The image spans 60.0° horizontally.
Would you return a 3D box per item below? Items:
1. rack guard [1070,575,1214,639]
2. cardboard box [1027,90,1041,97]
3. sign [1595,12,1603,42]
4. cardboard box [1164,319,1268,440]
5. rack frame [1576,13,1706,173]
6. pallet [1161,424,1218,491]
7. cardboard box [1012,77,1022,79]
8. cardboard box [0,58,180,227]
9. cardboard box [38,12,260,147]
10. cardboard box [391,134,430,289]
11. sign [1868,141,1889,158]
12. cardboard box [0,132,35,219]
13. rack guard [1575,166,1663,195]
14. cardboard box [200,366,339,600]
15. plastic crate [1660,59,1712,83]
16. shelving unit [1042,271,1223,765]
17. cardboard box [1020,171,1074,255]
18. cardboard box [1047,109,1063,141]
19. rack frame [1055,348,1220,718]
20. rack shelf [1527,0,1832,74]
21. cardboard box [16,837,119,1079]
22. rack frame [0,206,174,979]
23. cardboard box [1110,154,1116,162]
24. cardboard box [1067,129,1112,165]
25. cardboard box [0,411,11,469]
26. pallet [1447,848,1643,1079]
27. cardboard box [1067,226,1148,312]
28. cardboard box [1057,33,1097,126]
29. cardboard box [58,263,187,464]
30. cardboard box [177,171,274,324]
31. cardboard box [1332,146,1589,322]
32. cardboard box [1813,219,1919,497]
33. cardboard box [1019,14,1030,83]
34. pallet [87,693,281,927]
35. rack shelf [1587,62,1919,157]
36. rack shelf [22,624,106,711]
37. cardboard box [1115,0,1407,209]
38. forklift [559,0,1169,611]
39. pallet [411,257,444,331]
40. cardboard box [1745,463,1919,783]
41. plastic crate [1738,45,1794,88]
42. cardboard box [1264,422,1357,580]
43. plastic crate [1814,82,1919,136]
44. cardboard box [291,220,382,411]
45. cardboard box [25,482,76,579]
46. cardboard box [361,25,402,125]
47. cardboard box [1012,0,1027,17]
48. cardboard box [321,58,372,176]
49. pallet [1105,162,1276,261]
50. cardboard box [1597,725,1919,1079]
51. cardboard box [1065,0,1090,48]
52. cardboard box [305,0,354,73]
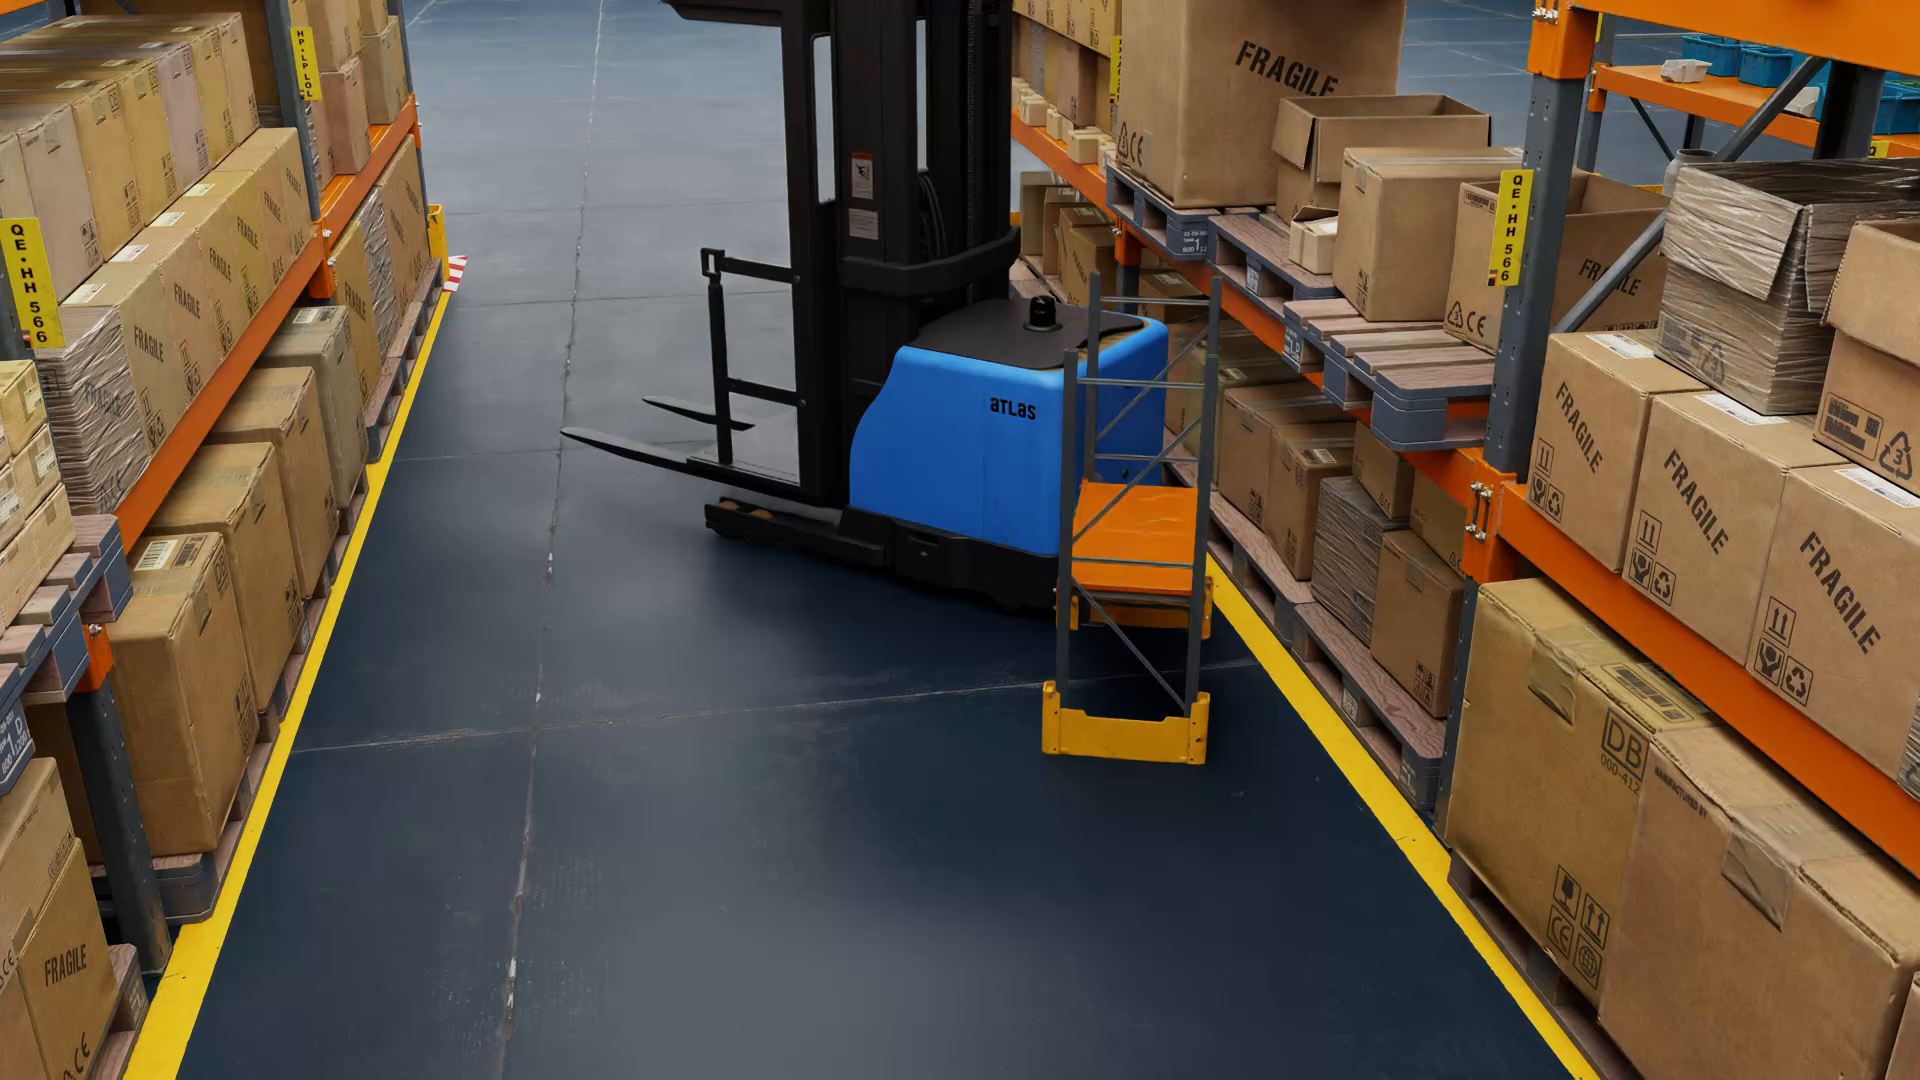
[{"bbox_3d":[0.741,0.259,6.845,0.587,0.250,0.087,4,24,8],"label":"rack guard"},{"bbox_3d":[0.648,-2.829,10.795,0.380,0.149,0.250,-4,24,-10],"label":"cardboard box"},{"bbox_3d":[4.918,-4.020,12.861,0.100,0.325,0.005,-4,24,-10],"label":"sign"},{"bbox_3d":[1.424,-0.805,8.419,0.700,0.500,0.500,-6,24,-14],"label":"cardboard box"},{"bbox_3d":[5.459,-3.932,13.005,1.000,3.000,0.127,-4,24,-10],"label":"rack frame"},{"bbox_3d":[1.477,-0.408,8.421,1.003,0.211,1.213,-4,24,-10],"label":"pallet"},{"bbox_3d":[0.469,-3.121,11.463,0.380,0.149,0.250,-4,24,-10],"label":"cardboard box"},{"bbox_3d":[-3.182,-1.374,5.775,0.700,0.500,0.500,-5,24,-10],"label":"cardboard box"},{"bbox_3d":[-3.464,-1.974,7.148,0.700,0.500,0.500,-5,24,-11],"label":"cardboard box"},{"bbox_3d":[-4.111,-2.195,11.158,0.875,0.875,0.875,-4,24,-9],"label":"cardboard box"},{"bbox_3d":[2.616,-0.992,4.826,0.100,0.325,0.005,-4,24,-10],"label":"sign"},{"bbox_3d":[-2.895,-0.773,4.398,0.700,0.500,0.500,-4,24,-10],"label":"cardboard box"},{"bbox_3d":[5.520,-2.760,13.445,1.175,0.500,0.348,-4,24,-10],"label":"rack guard"},{"bbox_3d":[-3.184,-0.209,6.767,1.050,0.750,0.750,-4,24,-10],"label":"cardboard box"},{"bbox_3d":[5.309,-3.435,12.198,0.298,0.136,0.250,-4,24,-10],"label":"plastic crate"},{"bbox_3d":[0.665,-0.117,6.144,0.587,1.500,1.083,4,24,8],"label":"shelving unit"},{"bbox_3d":[0.691,-2.366,12.017,0.500,0.500,0.500,0,24,0],"label":"cardboard box"},{"bbox_3d":[0.740,-2.531,10.111,0.380,0.149,0.250,-4,24,-10],"label":"cardboard box"},{"bbox_3d":[0.589,0.081,5.691,0.500,1.500,0.032,4,24,8],"label":"rack frame"},{"bbox_3d":[1.701,-2.250,6.306,1.077,0.370,4.000,-4,24,-10],"label":"rack shelf"},{"bbox_3d":[-2.443,1.101,4.080,0.500,0.500,0.500,-4,24,-10],"label":"cardboard box"},{"bbox_3d":[-2.822,-0.091,4.212,1.000,3.000,0.127,-4,24,-10],"label":"rack frame"},{"bbox_3d":[1.003,-1.940,8.758,0.380,0.149,0.250,-4,24,-10],"label":"cardboard box"},{"bbox_3d":[0.823,-2.232,9.426,0.380,0.149,0.250,-4,24,-10],"label":"cardboard box"},{"bbox_3d":[-2.237,-0.184,3.469,0.380,0.149,0.250,-5,24,-10],"label":"cardboard box"},{"bbox_3d":[2.143,1.175,4.796,1.003,0.211,1.213,-4,24,-10],"label":"pallet"},{"bbox_3d":[0.991,-1.662,10.407,0.500,0.500,0.500,-6,24,-14],"label":"cardboard box"},{"bbox_3d":[1.060,-2.744,9.789,0.875,0.500,0.500,-4,24,-10],"label":"cardboard box"},{"bbox_3d":[-2.737,-0.534,5.099,0.500,0.500,0.500,-5,24,-10],"label":"cardboard box"},{"bbox_3d":[-3.016,-1.128,6.459,0.500,0.500,0.500,-4,24,-9],"label":"cardboard box"},{"bbox_3d":[1.730,-1.079,5.822,0.700,0.500,0.500,-1,24,-2],"label":"cardboard box"},{"bbox_3d":[2.308,-0.379,3.492,0.797,0.503,0.637,-4,24,-9],"label":"cardboard box"},{"bbox_3d":[0.877,-3.341,11.157,0.875,0.500,0.500,-4,24,-10],"label":"cardboard box"},{"bbox_3d":[-2.894,0.871,5.493,1.003,0.211,1.213,-4,24,-10],"label":"pallet"},{"bbox_3d":[5.829,-2.816,11.348,1.077,0.370,4.000,-4,24,-10],"label":"rack shelf"},{"bbox_3d":[-2.452,1.025,2.554,1.077,0.370,4.000,-4,24,-10],"label":"rack shelf"},{"bbox_3d":[1.341,-2.137,7.620,1.000,1.000,1.000,-4,24,-9],"label":"cardboard box"},{"bbox_3d":[-0.589,-1.478,7.472,3.031,2.935,1.130,14,27,30],"label":"forklift"},{"bbox_3d":[-4.077,-1.652,11.268,1.003,0.211,1.213,-4,24,-10],"label":"pallet"},{"bbox_3d":[2.089,0.151,3.532,0.500,0.500,0.500,-5,24,-11],"label":"cardboard box"},{"bbox_3d":[5.960,-3.433,12.049,0.499,0.251,0.408,-4,24,-10],"label":"plastic crate"},{"bbox_3d":[1.701,-0.177,6.980,0.700,0.500,0.500,-2,24,-5],"label":"cardboard box"},{"bbox_3d":[5.727,-2.706,10.383,0.499,0.251,0.616,-4,24,-10],"label":"plastic crate"},{"bbox_3d":[-3.609,-1.136,8.734,0.875,0.875,0.875,-4,24,-9],"label":"cardboard box"},{"bbox_3d":[-2.279,-0.009,3.812,0.380,0.149,0.250,-4,24,-9],"label":"cardboard box"},{"bbox_3d":[-4.065,-2.950,10.568,0.875,0.550,0.550,-4,24,-10],"label":"cardboard box"},{"bbox_3d":[0.605,-3.576,10.443,0.500,0.500,0.500,-4,24,-10],"label":"cardboard box"},{"bbox_3d":[-3.750,-2.314,9.112,0.875,0.550,0.550,-4,24,-10],"label":"cardboard box"},{"bbox_3d":[1.330,-1.593,7.889,1.003,0.211,1.213,-4,24,-10],"label":"pallet"},{"bbox_3d":[2.335,0.987,3.873,1.225,0.875,0.875,-4,24,-10],"label":"cardboard box"},{"bbox_3d":[0.884,-2.986,9.093,0.500,0.500,0.500,-4,24,-10],"label":"cardboard box"},{"bbox_3d":[-3.777,-2.806,8.891,0.875,0.550,0.550,-4,24,-10],"label":"cardboard box"}]
